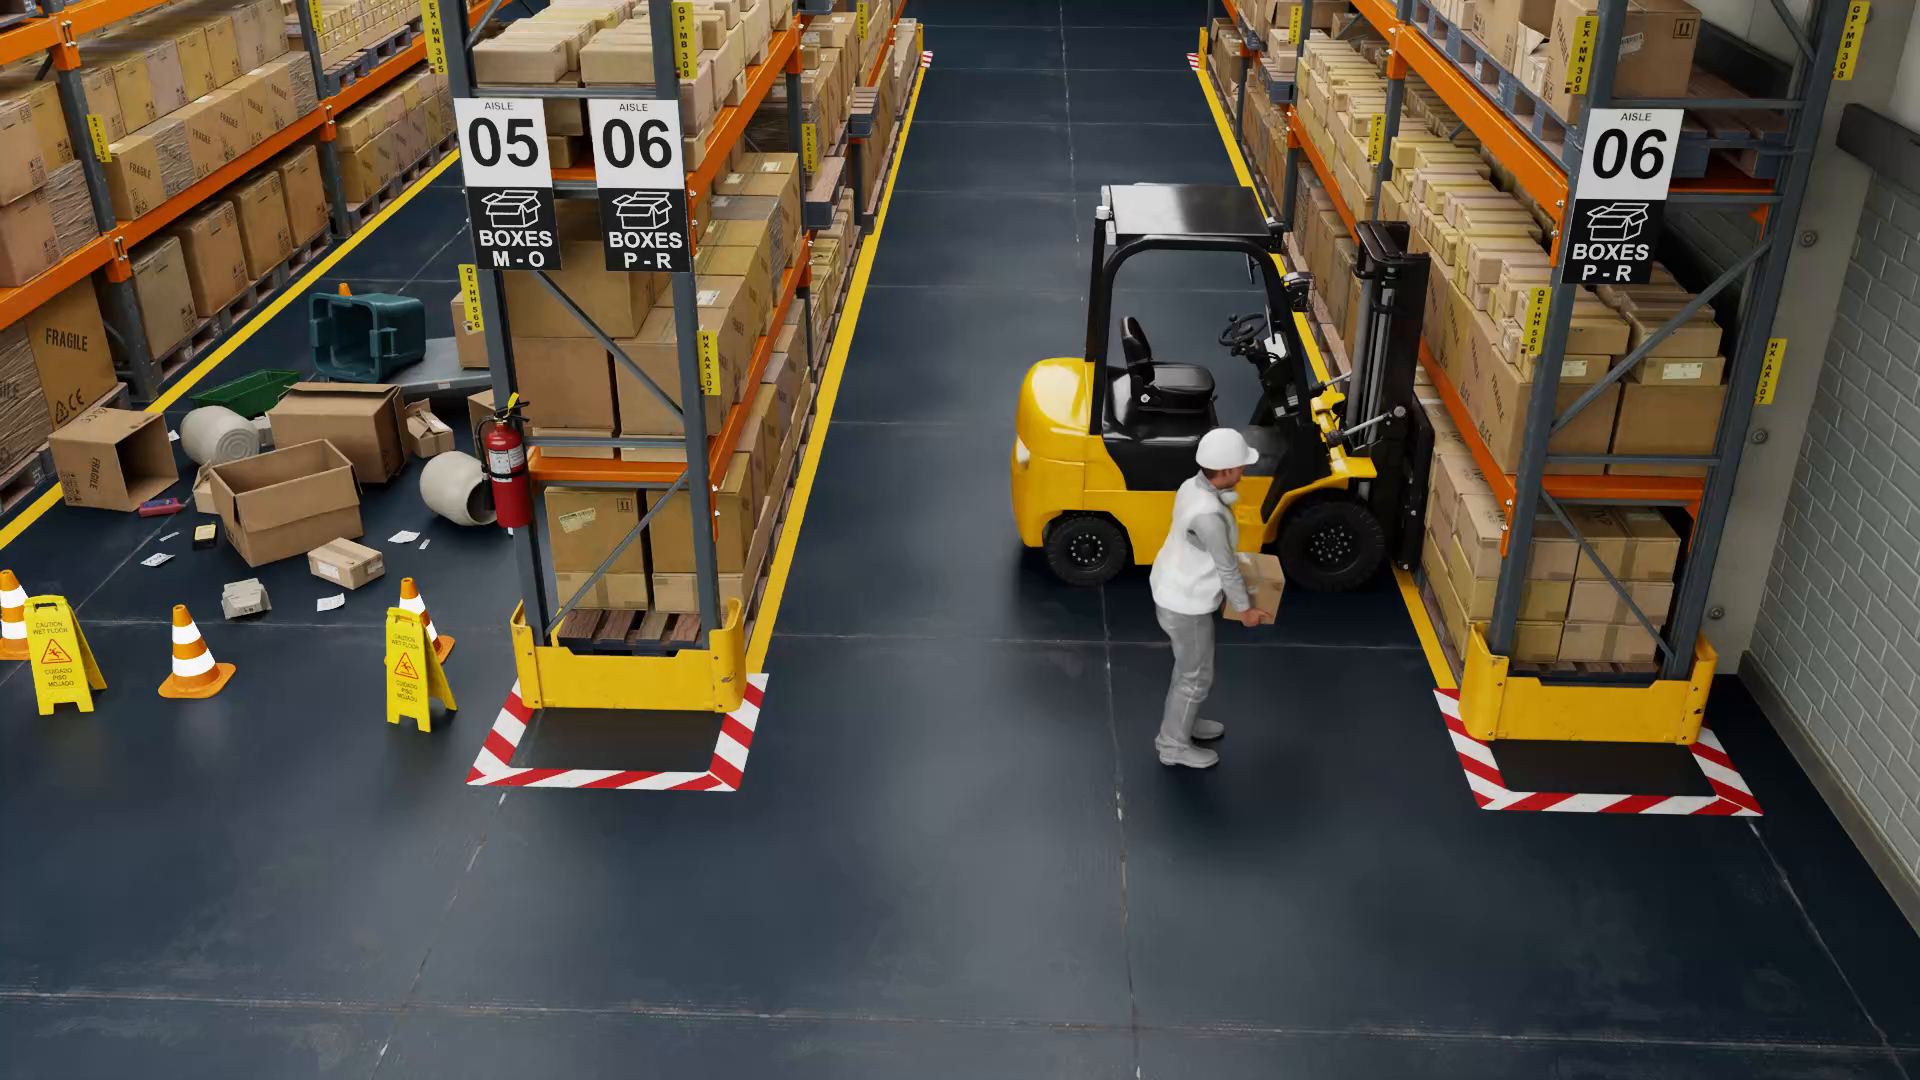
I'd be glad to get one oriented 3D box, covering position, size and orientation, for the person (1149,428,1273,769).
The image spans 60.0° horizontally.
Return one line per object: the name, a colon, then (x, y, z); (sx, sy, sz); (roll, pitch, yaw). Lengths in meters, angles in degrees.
person: (1.215, 0.268, 8.099); (0.577, 1.765, 0.487); (0, 28, 1)
